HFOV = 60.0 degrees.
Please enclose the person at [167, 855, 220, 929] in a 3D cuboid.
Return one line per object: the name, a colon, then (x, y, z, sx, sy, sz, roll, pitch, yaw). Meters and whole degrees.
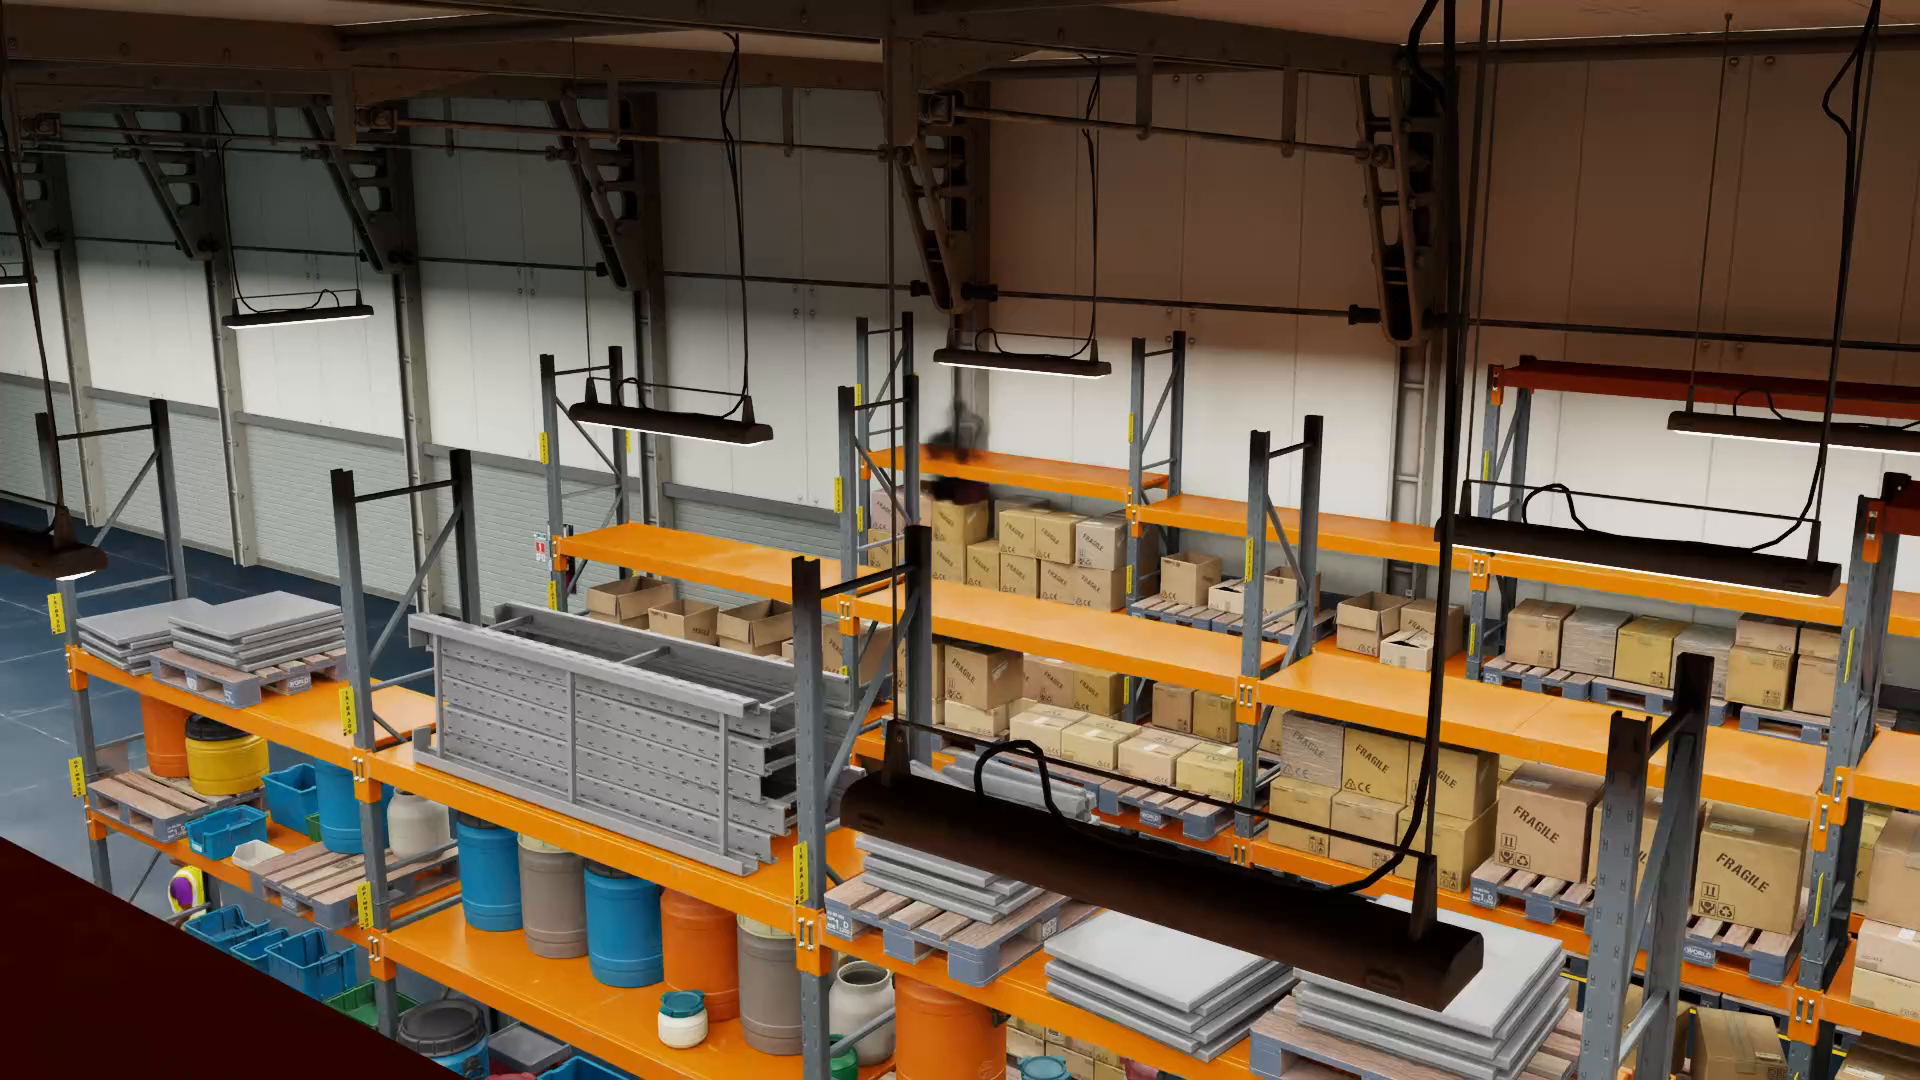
person: (-7.305, 3.618, 15.939, 0.555, 1.699, 0.748, 1, 13, 5)
